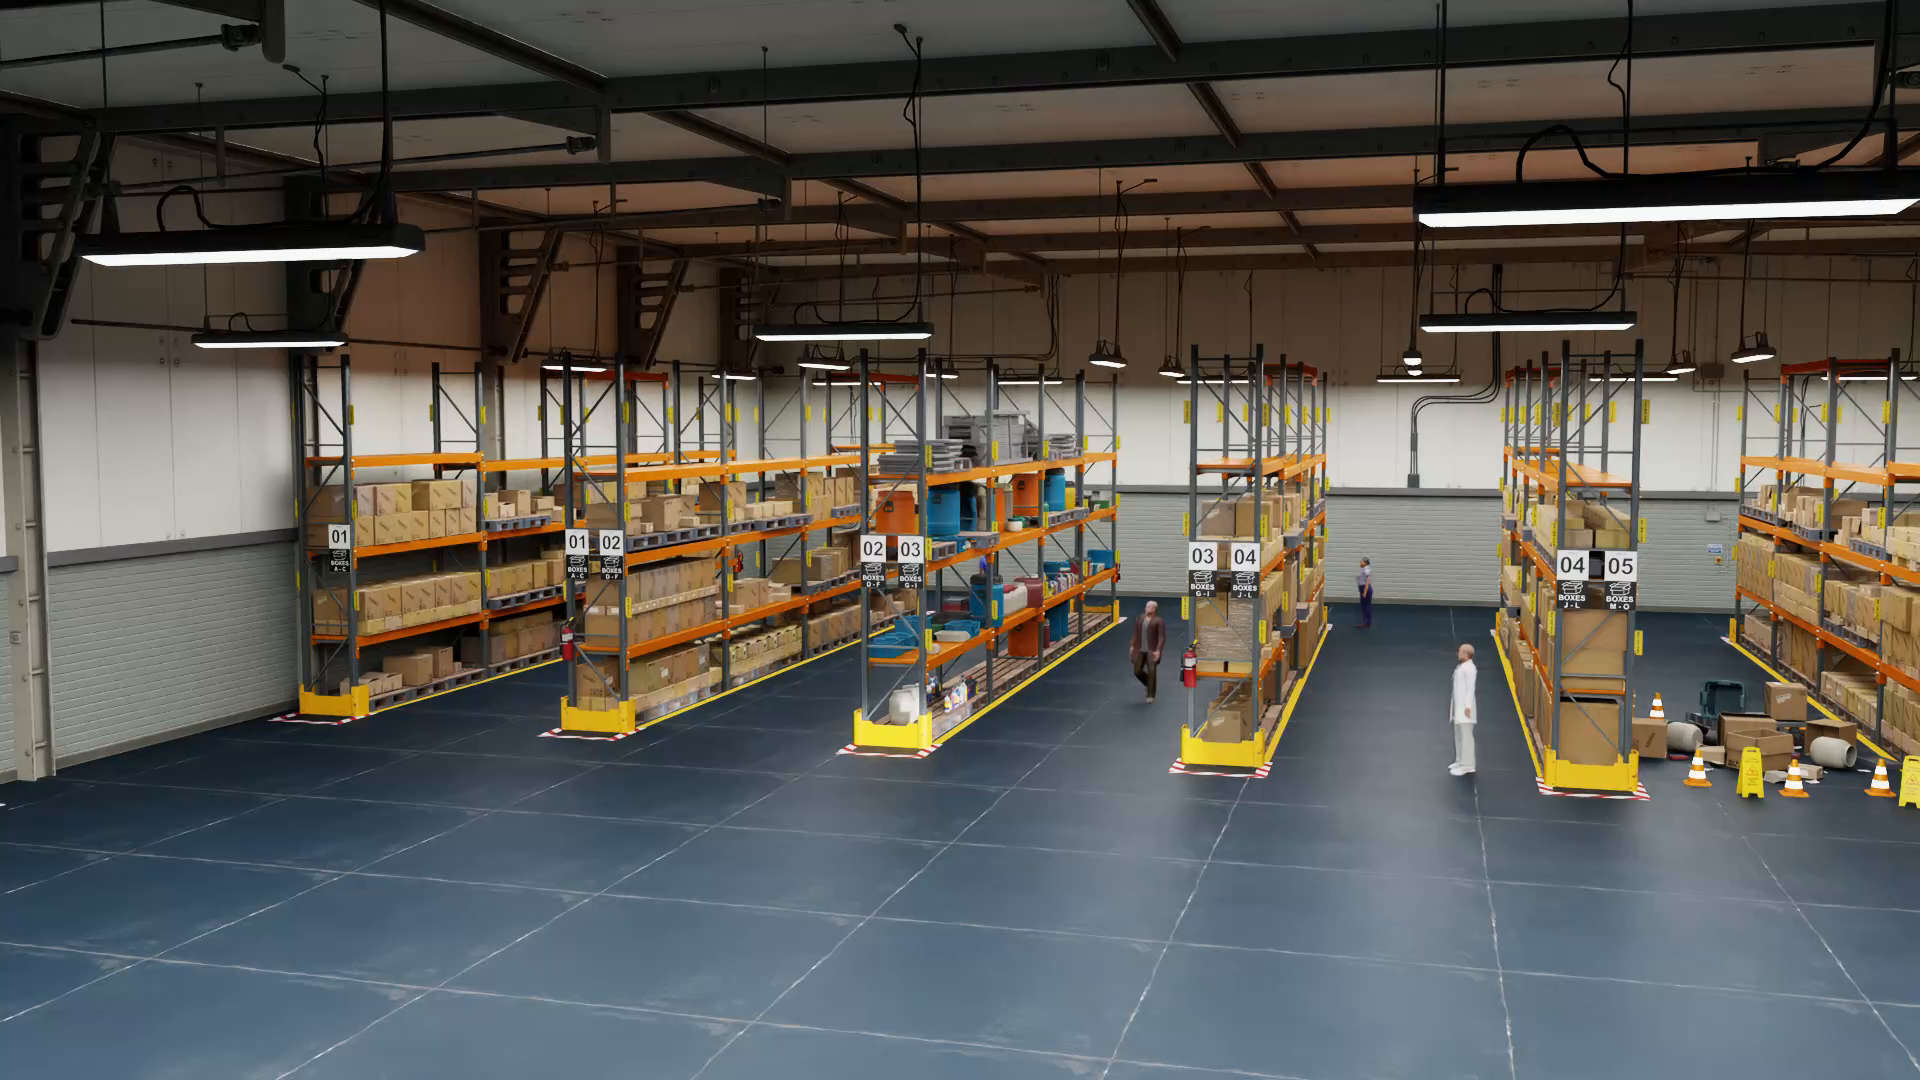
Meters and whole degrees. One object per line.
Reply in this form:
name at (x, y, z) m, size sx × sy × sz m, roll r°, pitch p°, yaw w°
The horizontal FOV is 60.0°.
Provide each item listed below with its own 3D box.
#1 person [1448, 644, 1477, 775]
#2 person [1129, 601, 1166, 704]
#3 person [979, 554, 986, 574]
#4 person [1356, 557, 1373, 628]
person at (7.046, 2.359, 23.397) m, size 0.465 × 1.787 × 0.626 m, roll 0°, pitch 4°, yaw -4°
person at (3.271, 1.943, 29.075) m, size 0.675 × 1.765 × 0.693 m, roll 1°, pitch 4°, yaw 16°
person at (0.725, 1.035, 42.103) m, size 0.490 × 1.693 × 0.425 m, roll -3°, pitch 5°, yaw -36°
person at (9.535, 1.235, 39.242) m, size 0.376 × 1.662 × 0.550 m, roll 0°, pitch 4°, yaw 5°
